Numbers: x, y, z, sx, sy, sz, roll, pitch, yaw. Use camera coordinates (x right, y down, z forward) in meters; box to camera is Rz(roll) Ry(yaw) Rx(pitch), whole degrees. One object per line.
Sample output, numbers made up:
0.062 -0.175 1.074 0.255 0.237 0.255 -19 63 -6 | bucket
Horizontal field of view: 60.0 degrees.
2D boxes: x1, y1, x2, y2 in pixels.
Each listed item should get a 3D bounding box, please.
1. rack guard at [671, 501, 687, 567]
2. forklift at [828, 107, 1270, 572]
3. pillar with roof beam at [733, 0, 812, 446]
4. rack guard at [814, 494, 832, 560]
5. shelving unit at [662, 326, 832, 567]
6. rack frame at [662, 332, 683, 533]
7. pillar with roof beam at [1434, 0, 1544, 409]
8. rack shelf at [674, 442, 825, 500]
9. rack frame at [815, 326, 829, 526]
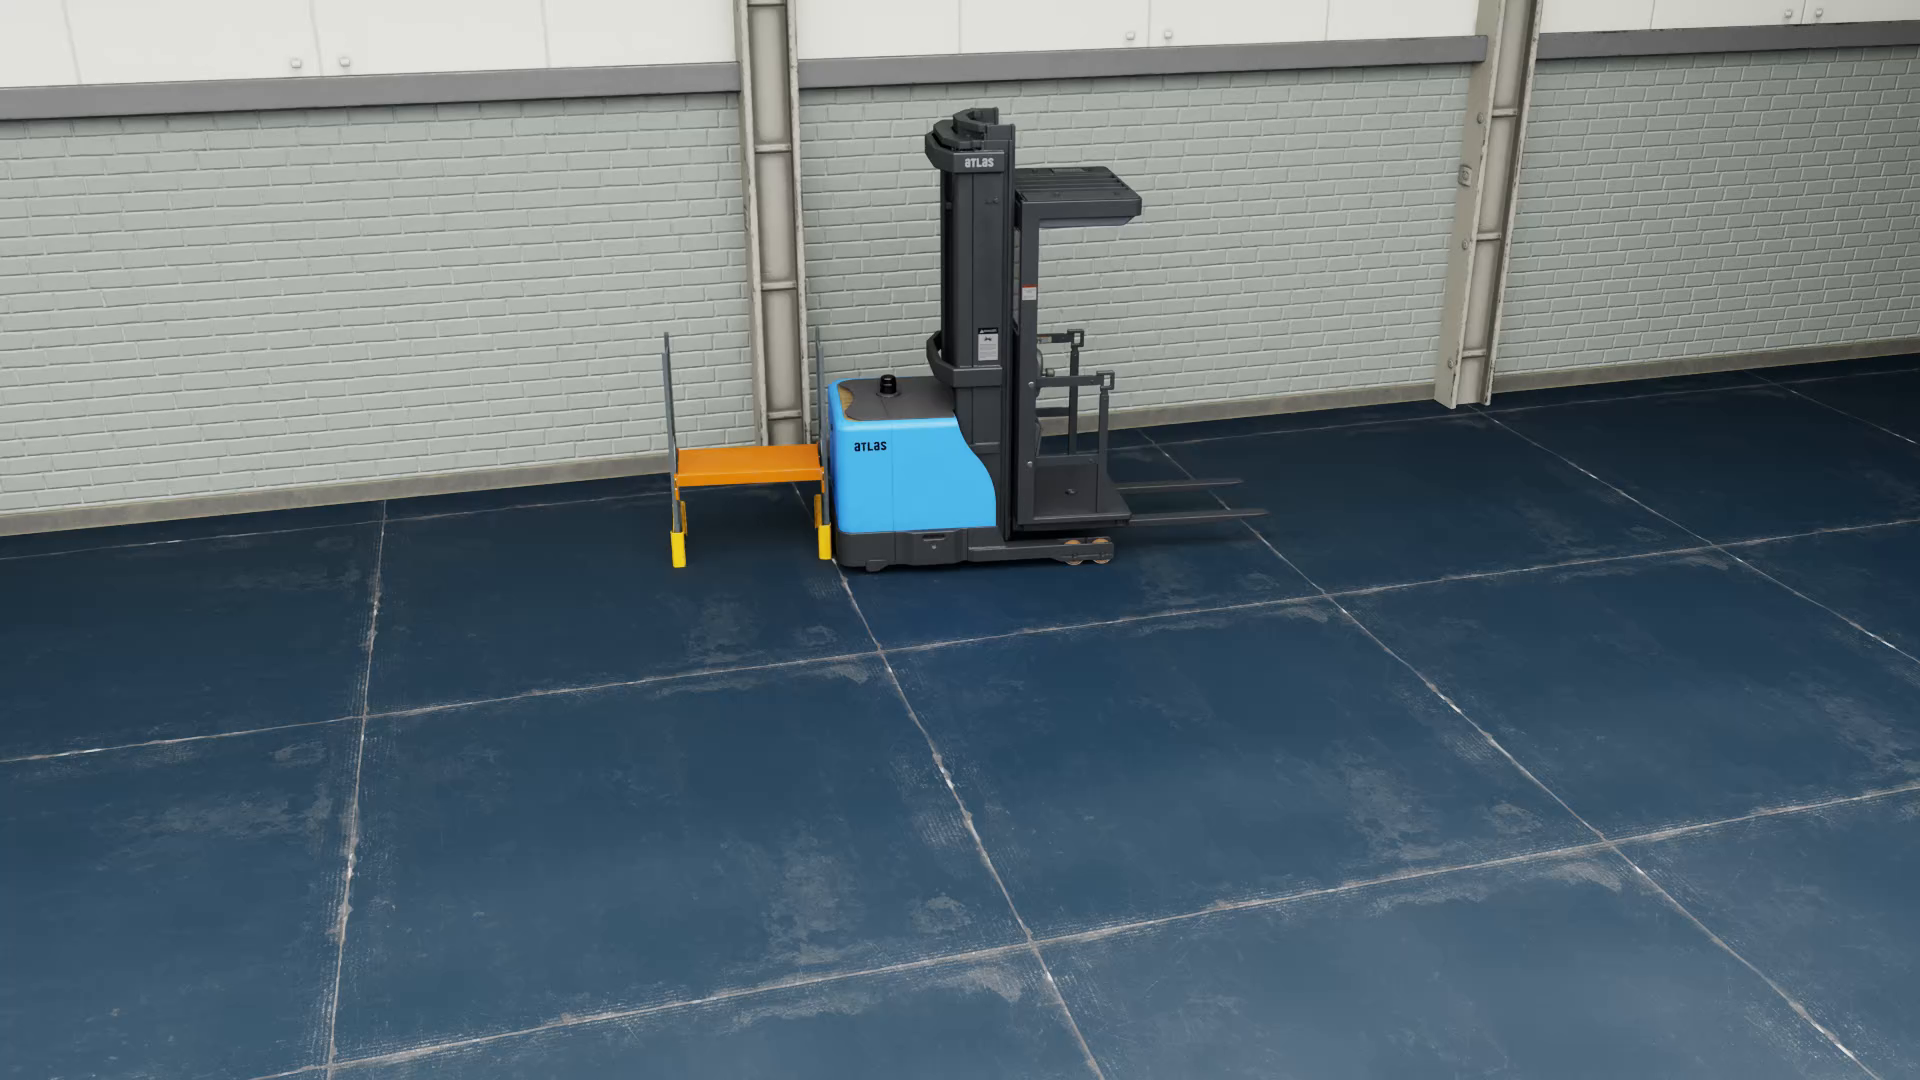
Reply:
-1.949 -0.044 11.536 0.087 0.250 0.587 -3 23 -7 | rack guard
0.621 -1.380 11.249 3.031 2.935 1.130 -3 23 -7 | forklift
-0.219 -3.079 7.514 0.400 9.000 9.100 -6 24 -14 | pillar with roof beam
-0.962 -0.096 11.657 0.087 0.250 0.587 -3 23 -7 | rack guard
-1.455 -0.645 11.350 1.083 1.500 0.587 -3 23 -7 | shelving unit
-1.950 -0.619 11.290 0.032 1.500 0.500 -3 23 -7 | rack frame
5.558 -3.718 9.003 0.400 9.000 9.100 -6 24 -14 | pillar with roof beam
-1.446 -0.480 11.422 1.000 0.185 0.538 -3 23 -7 | rack shelf
-0.942 -0.672 11.413 0.032 1.500 0.500 -3 23 -7 | rack frame
